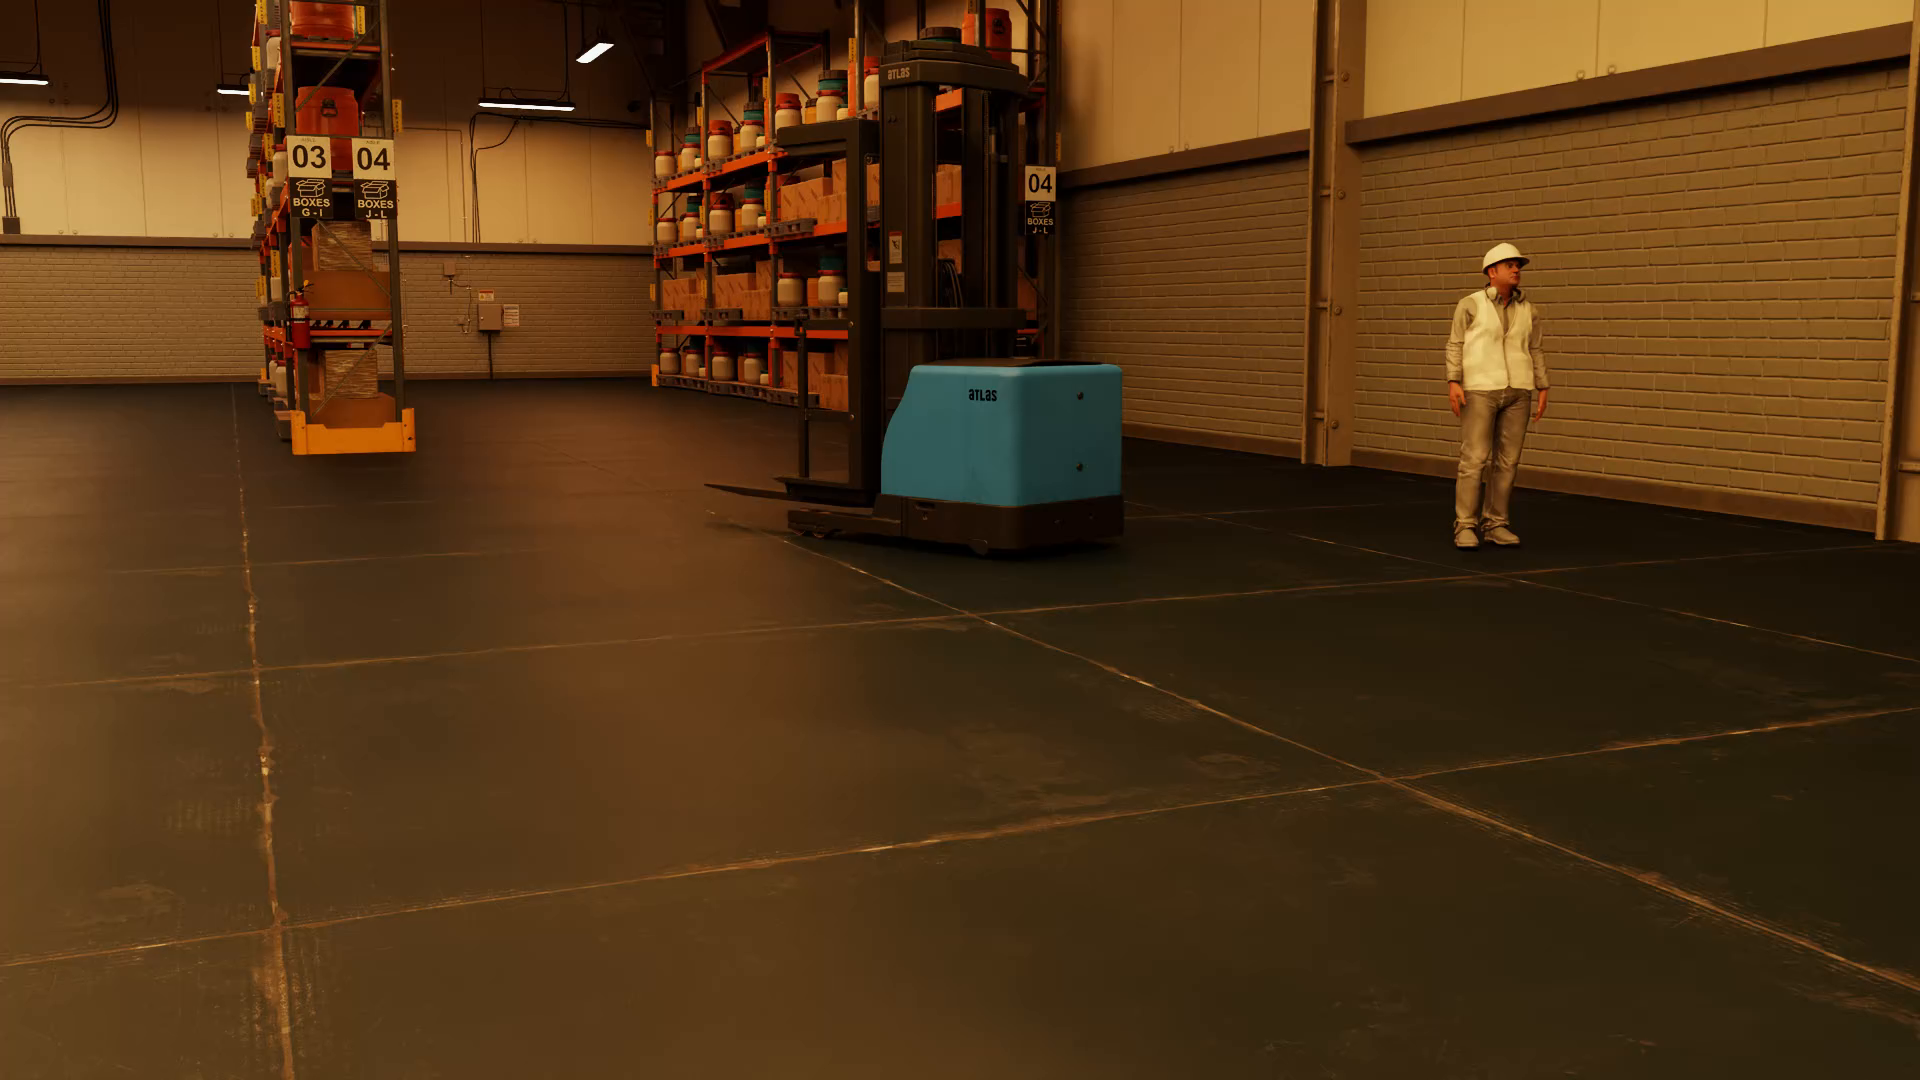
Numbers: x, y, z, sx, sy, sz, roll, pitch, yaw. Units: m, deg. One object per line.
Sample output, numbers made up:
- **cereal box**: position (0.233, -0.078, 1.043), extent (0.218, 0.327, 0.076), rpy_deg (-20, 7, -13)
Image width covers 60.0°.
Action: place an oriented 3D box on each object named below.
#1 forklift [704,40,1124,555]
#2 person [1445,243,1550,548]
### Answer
- **forklift**: position (-0.436, -1.509, 10.383), extent (3.031, 2.935, 1.130), rpy_deg (7, 10, 44)
- **person**: position (3.197, -0.858, 9.818), extent (0.633, 1.776, 0.566), rpy_deg (-1, 8, -7)
